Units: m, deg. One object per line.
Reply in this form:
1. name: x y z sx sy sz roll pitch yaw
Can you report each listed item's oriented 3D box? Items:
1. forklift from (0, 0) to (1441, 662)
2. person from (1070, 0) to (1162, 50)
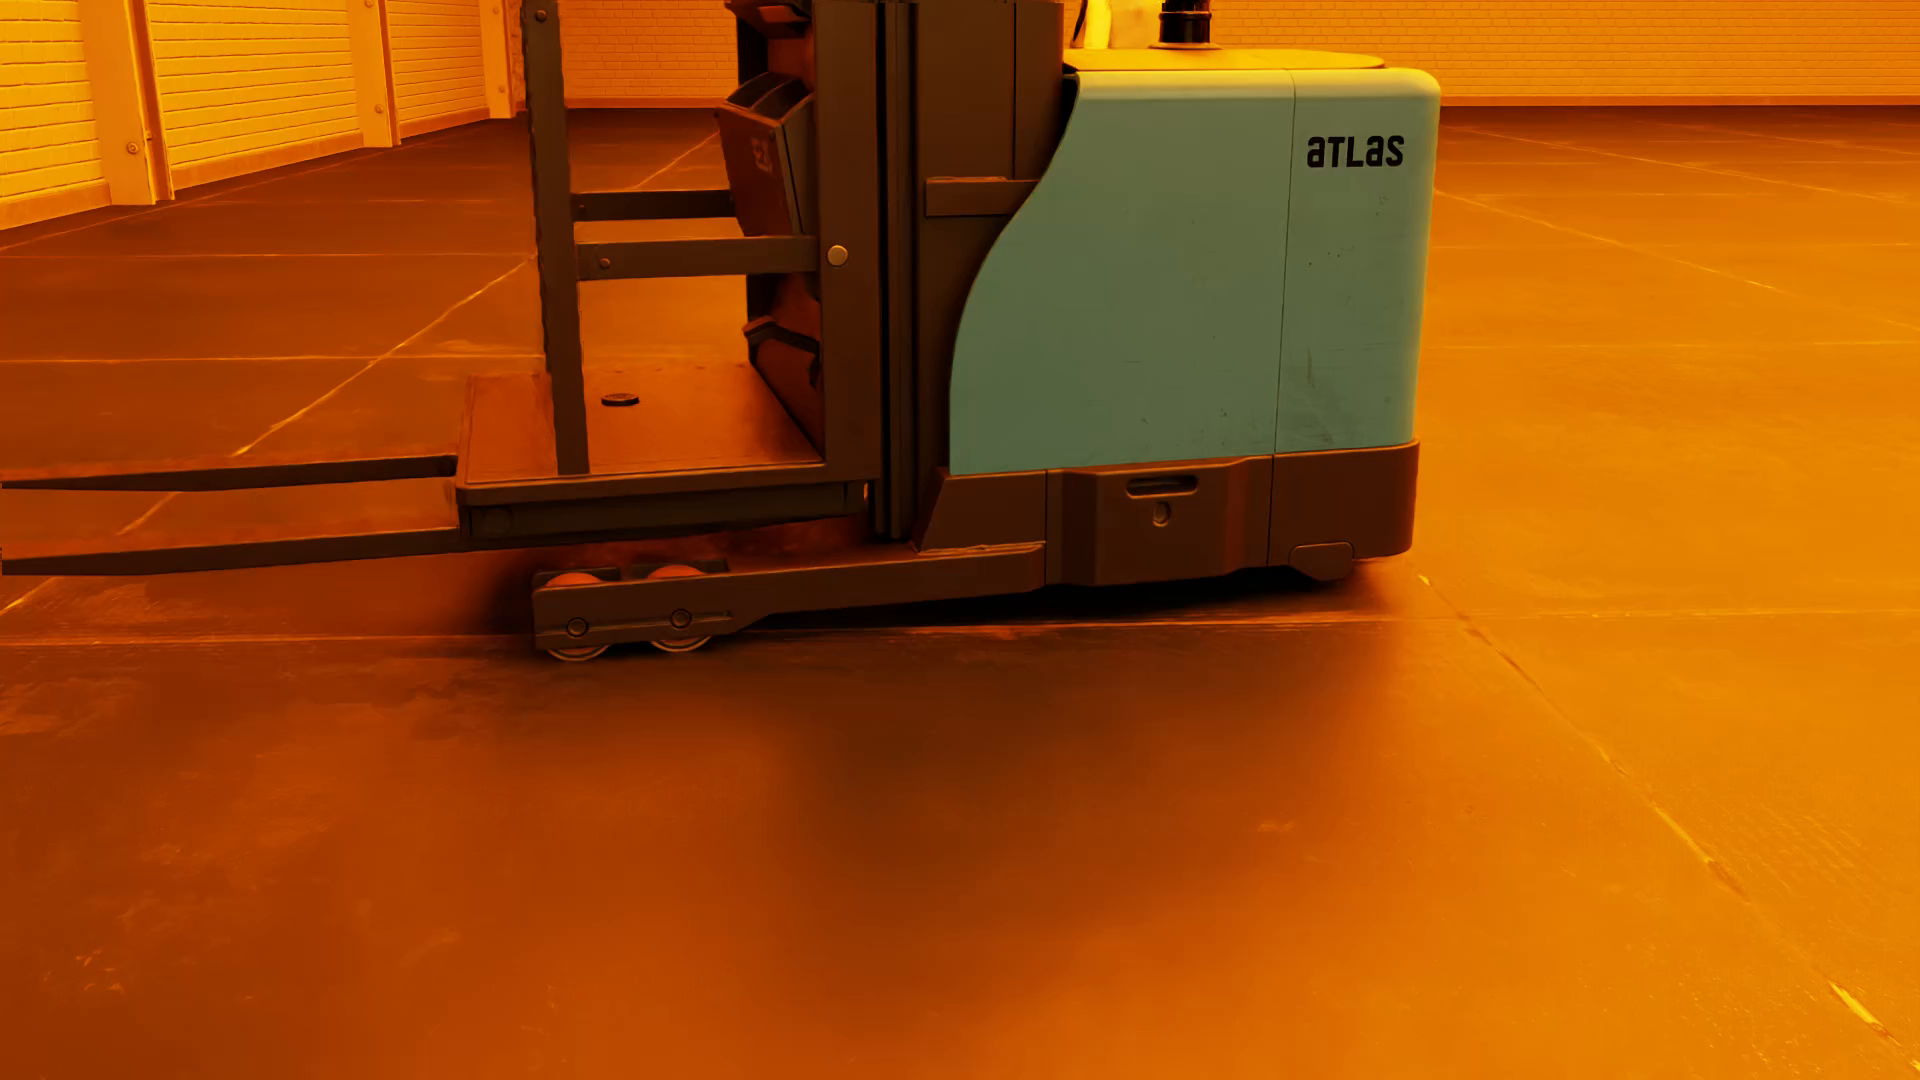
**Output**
1. forklift: -0.588 -1.341 3.291 3.031 2.935 1.130 -4 18 -14
2. person: 0.544 -1.426 6.058 0.428 1.528 0.838 -3 17 -11
